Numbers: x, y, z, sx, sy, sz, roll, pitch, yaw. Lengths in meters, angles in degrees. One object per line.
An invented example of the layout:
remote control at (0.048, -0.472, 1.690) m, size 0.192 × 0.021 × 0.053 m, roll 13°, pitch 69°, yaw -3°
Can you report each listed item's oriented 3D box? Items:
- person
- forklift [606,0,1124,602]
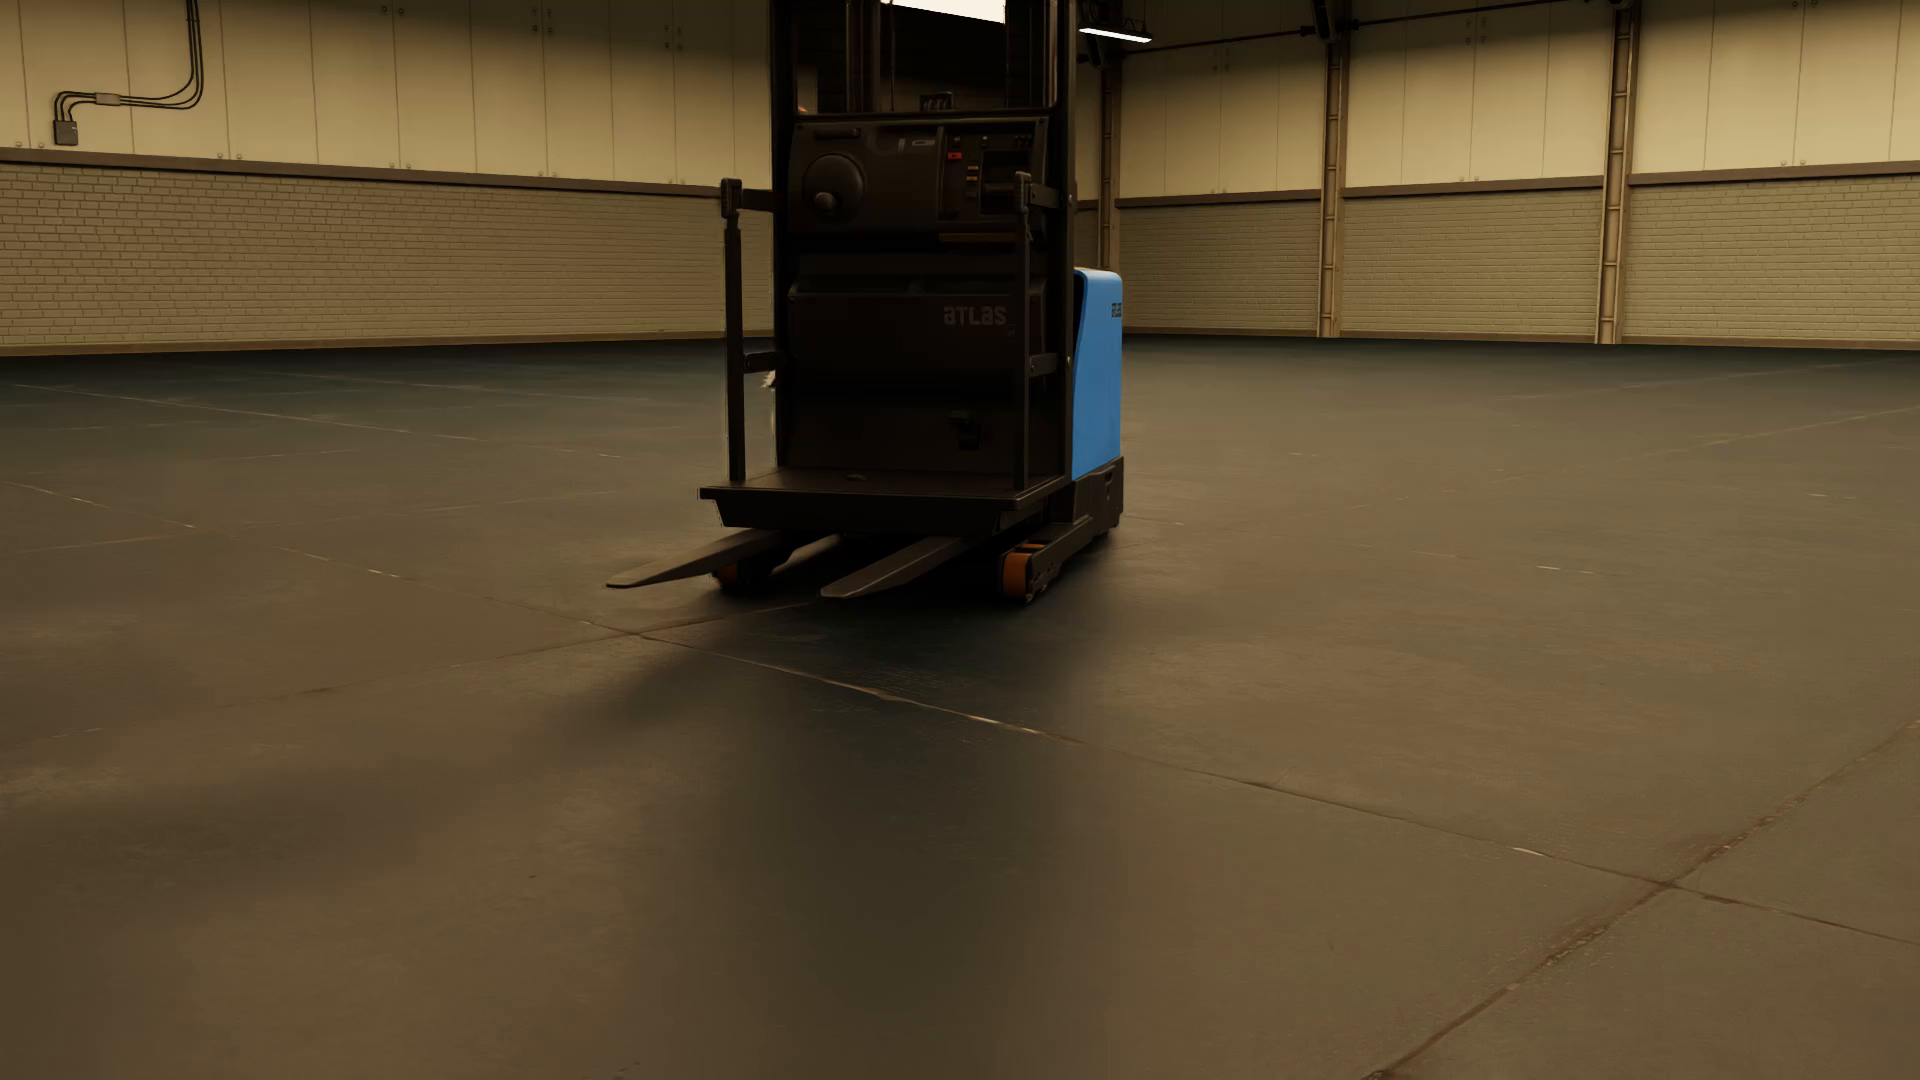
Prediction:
person at (-0.461, -0.879, 6.821) m, size 0.730 × 1.694 × 1.094 m, roll -1°, pitch 9°, yaw -10°
forklift at (-0.207, -1.312, 5.589) m, size 1.130 × 2.935 × 3.031 m, roll 2°, pitch 9°, yaw 16°
